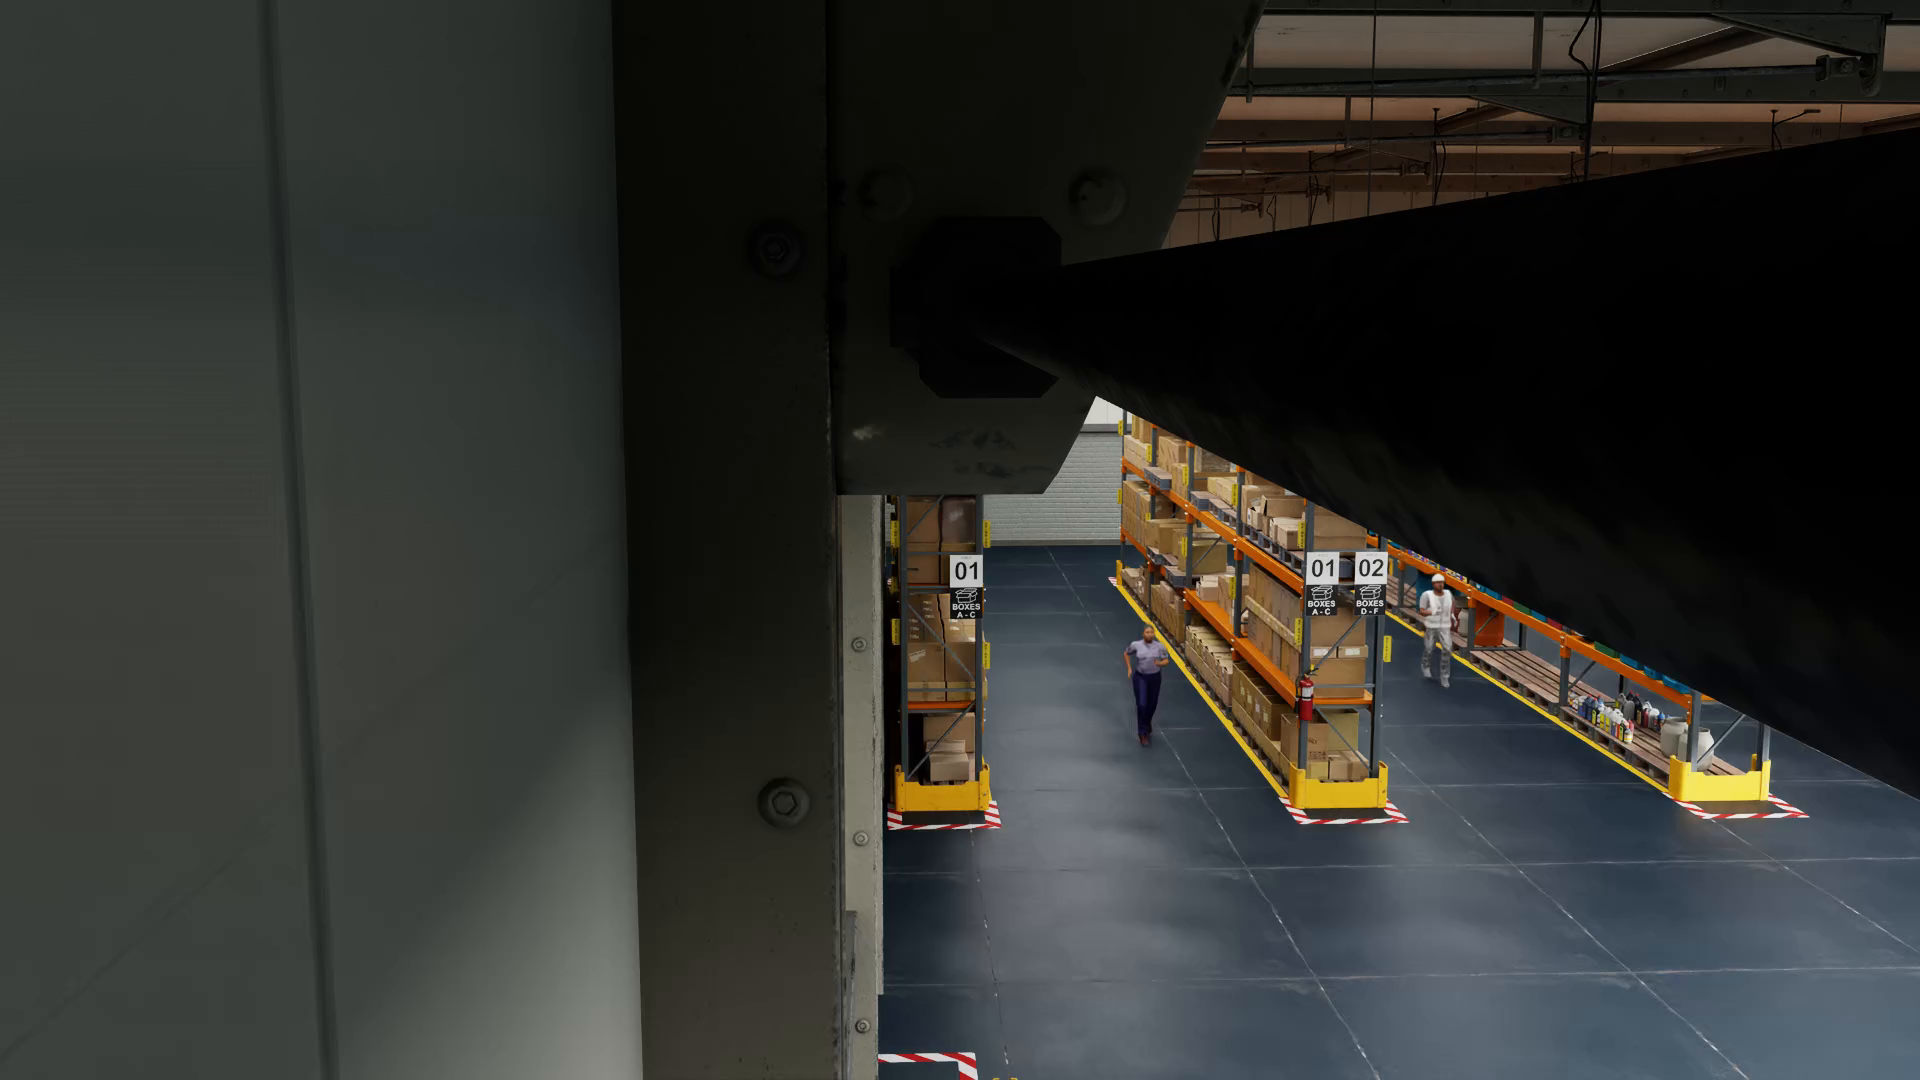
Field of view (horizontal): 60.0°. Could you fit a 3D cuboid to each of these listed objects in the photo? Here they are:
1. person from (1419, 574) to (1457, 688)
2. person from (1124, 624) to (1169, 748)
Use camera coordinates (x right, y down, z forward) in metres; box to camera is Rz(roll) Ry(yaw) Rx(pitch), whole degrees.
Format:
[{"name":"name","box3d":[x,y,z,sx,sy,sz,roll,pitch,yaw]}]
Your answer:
[{"name":"person","box3d":[7.784,1.463,27.100,0.661,1.846,0.785,0,8,0]},{"name":"person","box3d":[2.666,2.029,23.696,0.589,1.688,0.847,-1,9,-8]}]
